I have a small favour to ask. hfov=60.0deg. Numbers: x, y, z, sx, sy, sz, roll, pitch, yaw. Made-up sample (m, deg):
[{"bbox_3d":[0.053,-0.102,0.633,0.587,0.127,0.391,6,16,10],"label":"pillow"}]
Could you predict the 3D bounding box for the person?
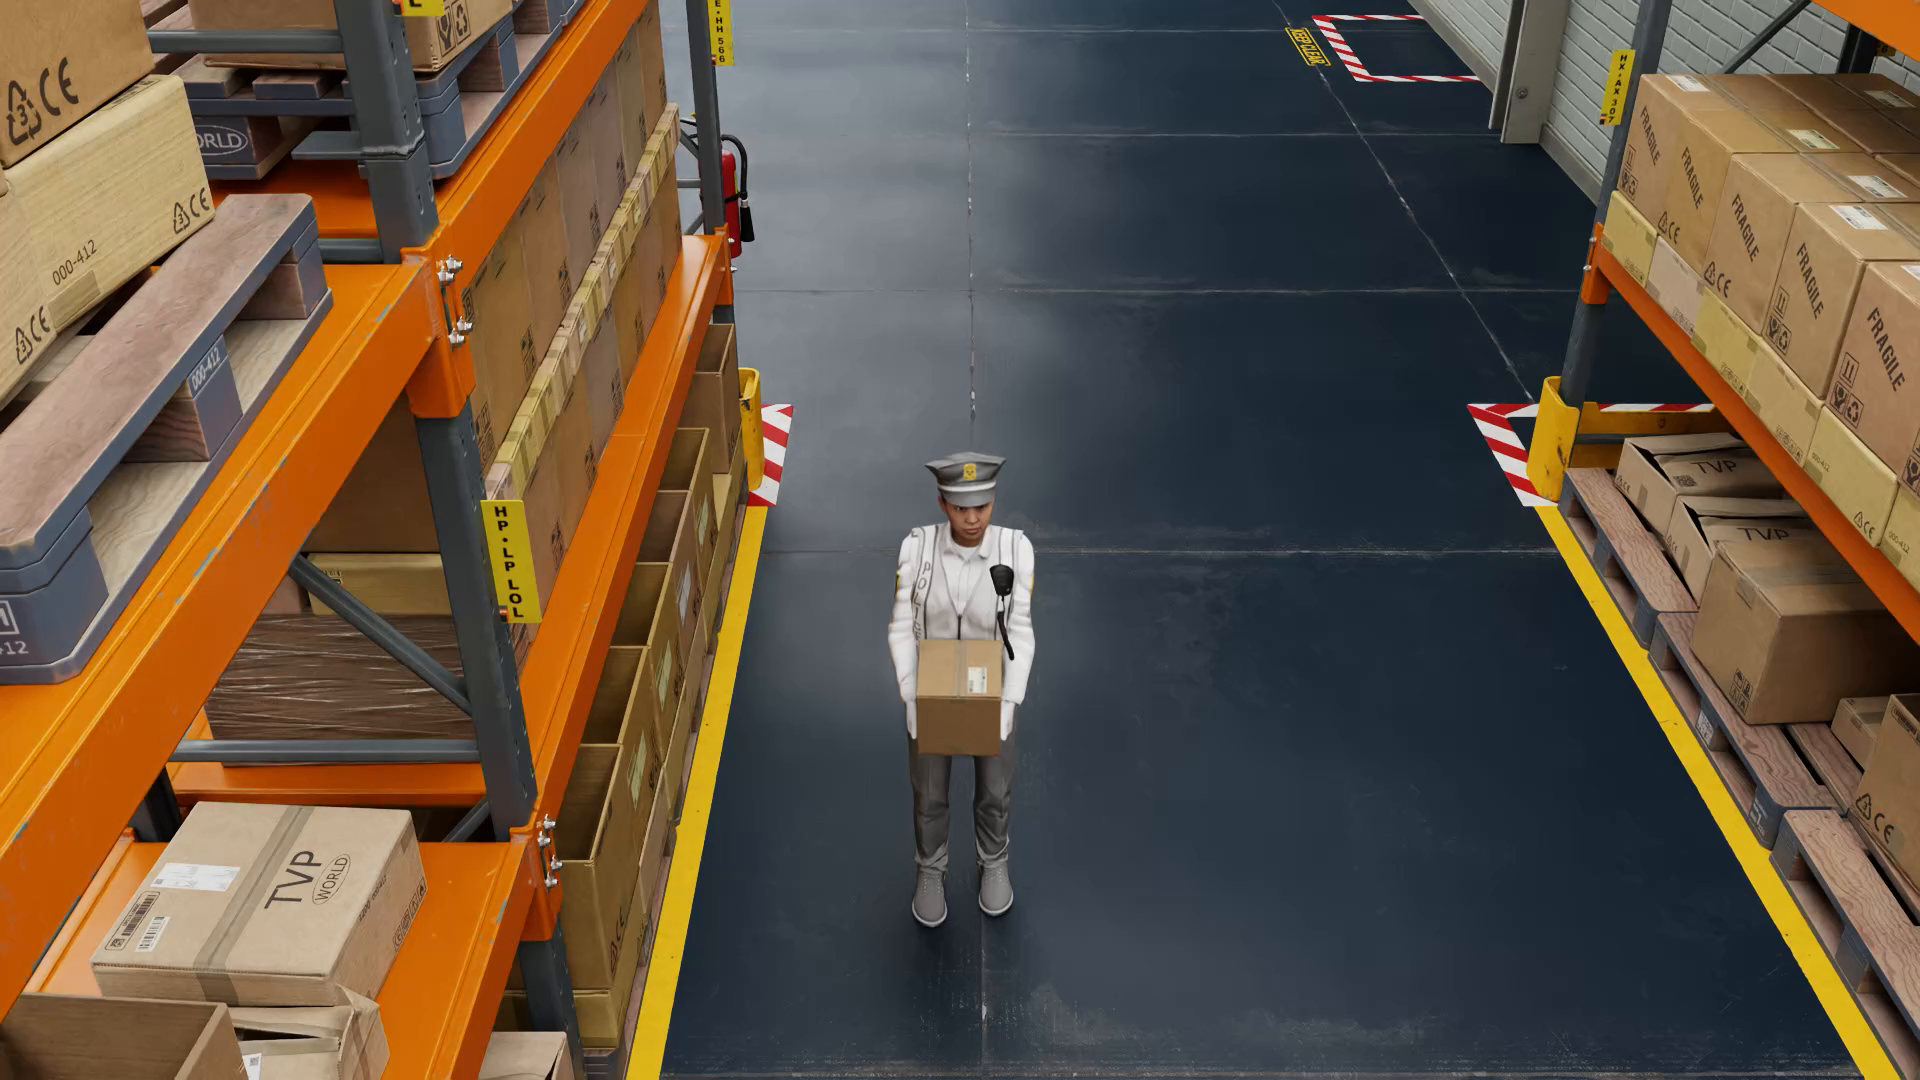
[{"bbox_3d":[0.003,0.514,5.283,0.459,1.688,0.550,1,32,1],"label":"person"}]
